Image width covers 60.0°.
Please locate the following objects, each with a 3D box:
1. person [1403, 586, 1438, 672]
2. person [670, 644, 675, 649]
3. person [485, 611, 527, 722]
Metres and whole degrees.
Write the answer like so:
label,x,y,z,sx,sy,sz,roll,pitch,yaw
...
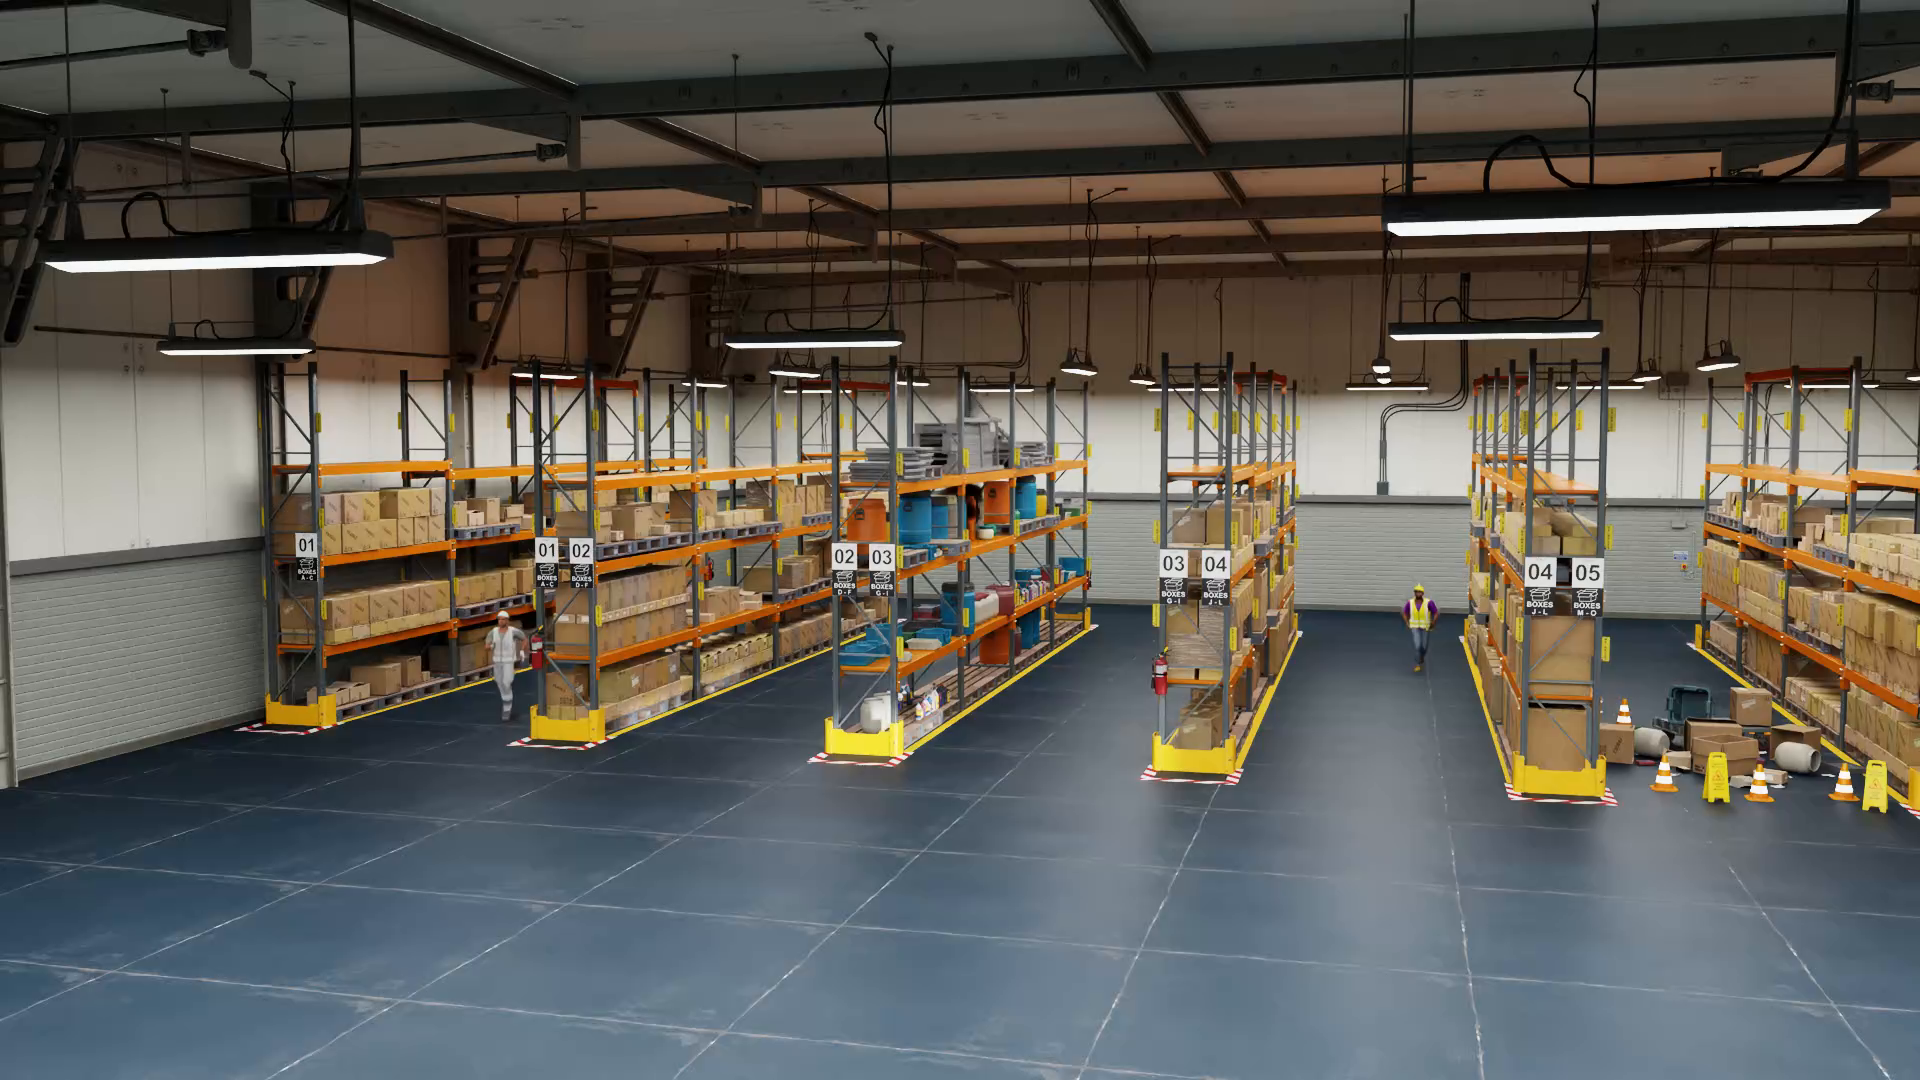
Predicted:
label,x,y,z,sx,sy,sz,roll,pitch,yaw
person,9.292,1.783,33.604,0.693,1.735,0.582,1,4,19
person,-6.278,1.680,35.528,0.520,1.611,0.856,0,4,5
person,-7.714,2.119,28.203,0.648,1.845,0.799,0,4,6
